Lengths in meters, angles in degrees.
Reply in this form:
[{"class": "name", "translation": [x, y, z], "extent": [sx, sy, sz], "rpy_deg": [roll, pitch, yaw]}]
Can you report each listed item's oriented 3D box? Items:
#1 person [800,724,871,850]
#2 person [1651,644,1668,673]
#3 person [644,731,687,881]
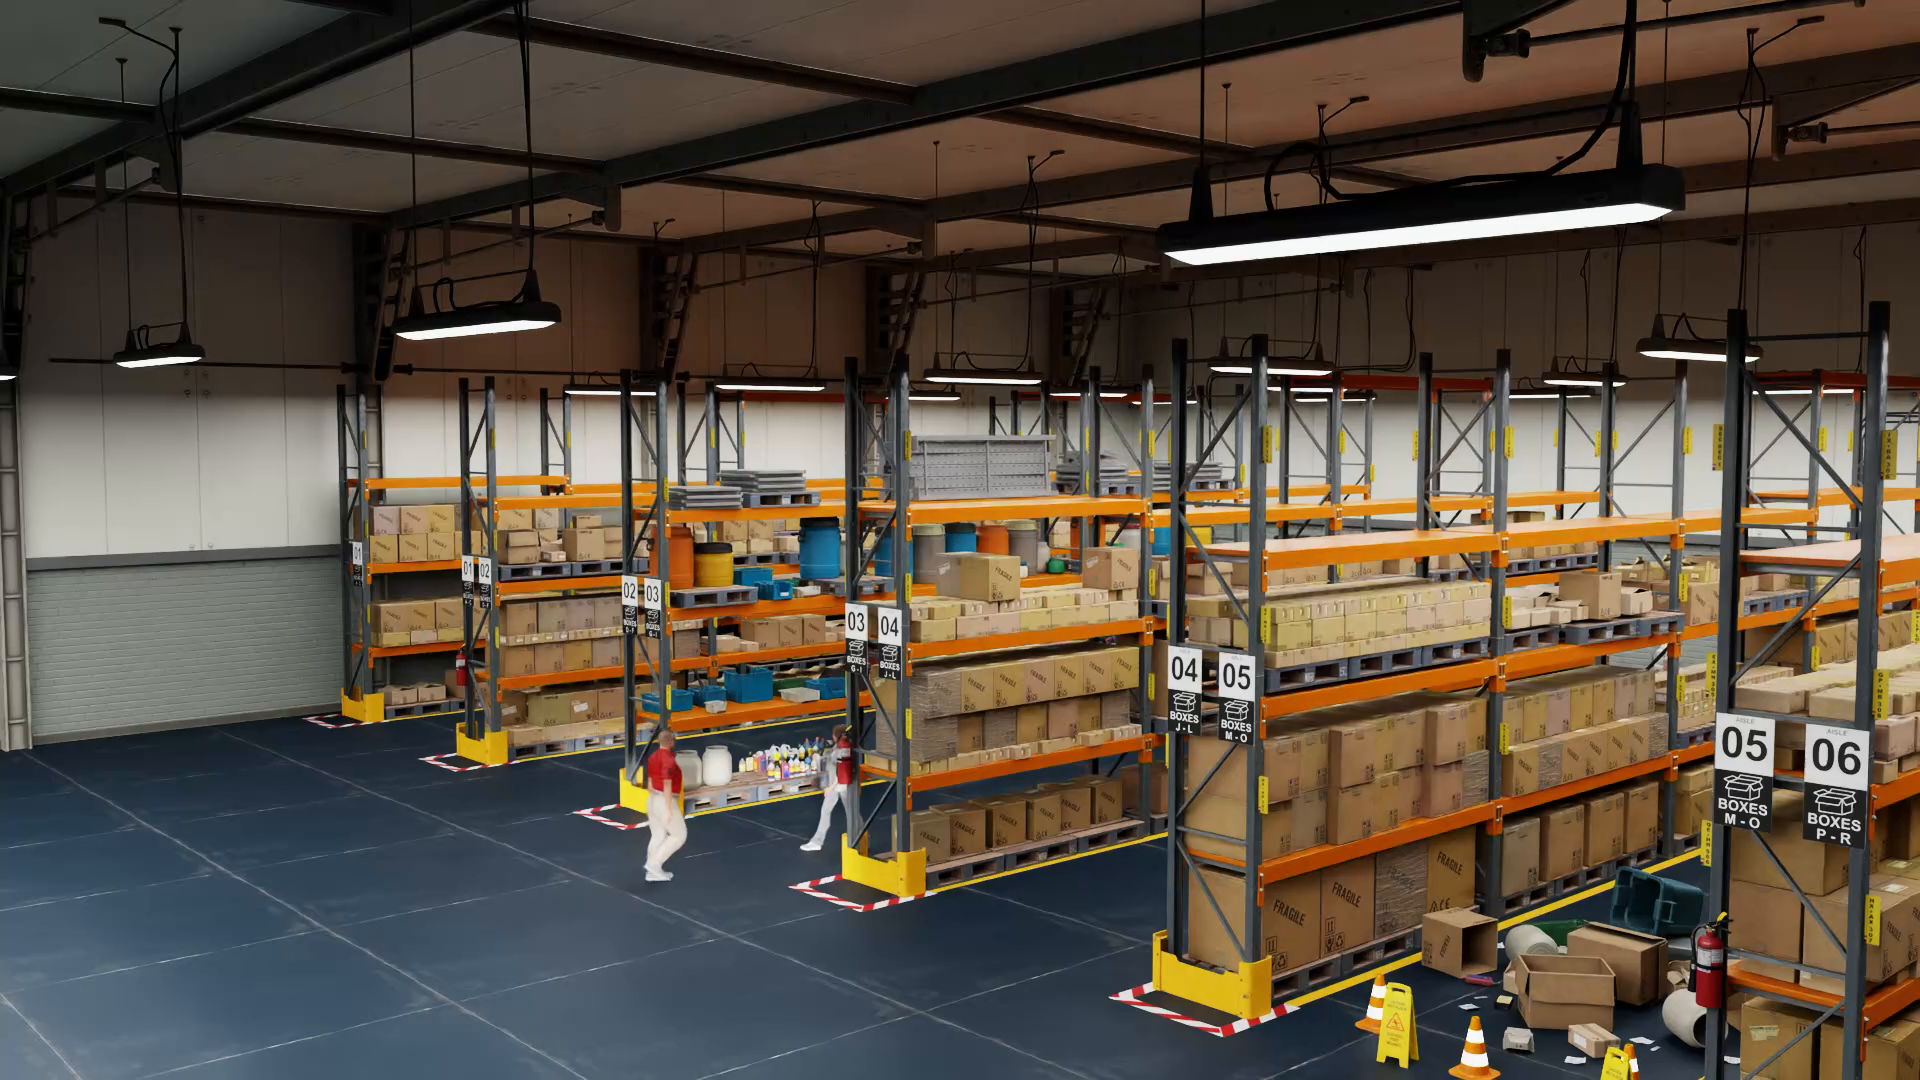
[{"class": "person", "translation": [-1.521, 3.030, 20.356], "extent": [0.903, 1.552, 0.432], "rpy_deg": [-2, 4, -28]}, {"class": "person", "translation": [12.468, 2.369, 29.342], "extent": [0.530, 1.713, 1.105], "rpy_deg": [-3, 5, -38]}, {"class": "person", "translation": [-3.432, 3.049, 19.045], "extent": [0.493, 1.716, 0.581], "rpy_deg": [-2, 4, -32]}]
